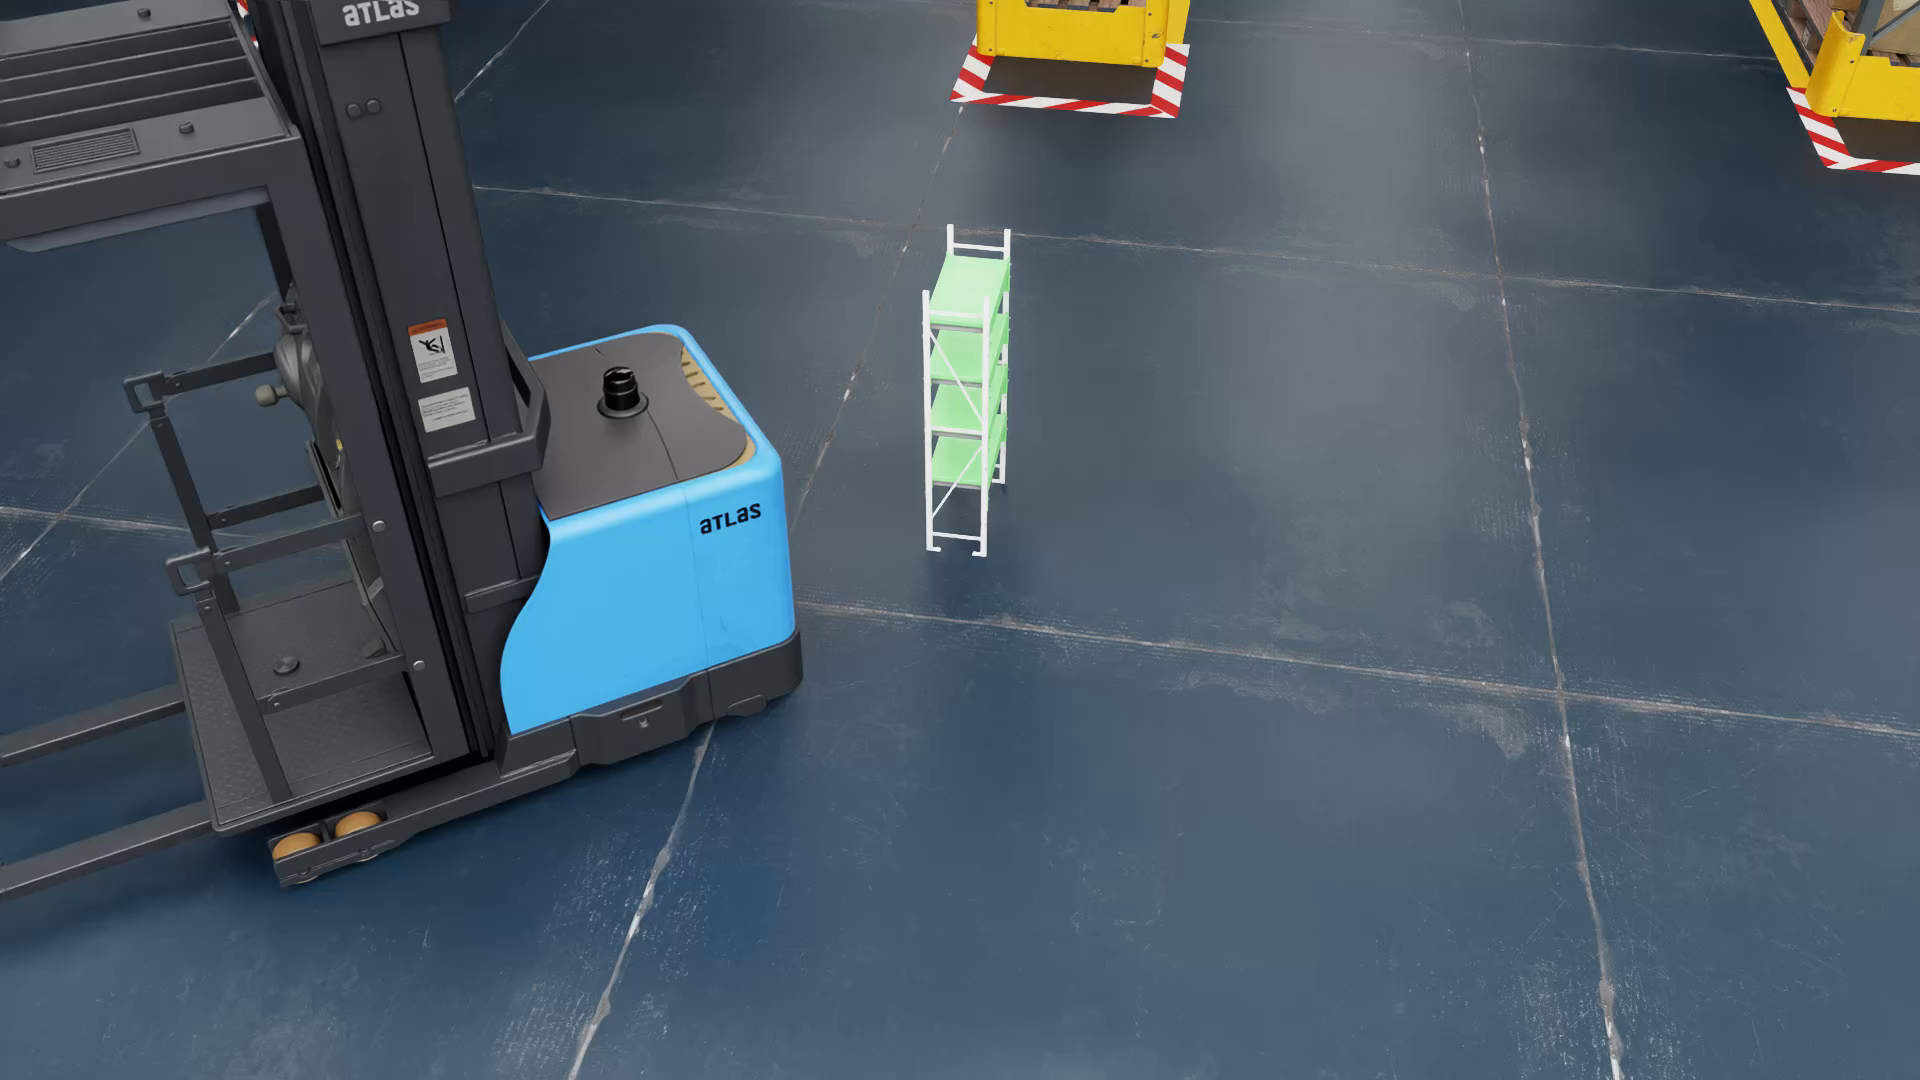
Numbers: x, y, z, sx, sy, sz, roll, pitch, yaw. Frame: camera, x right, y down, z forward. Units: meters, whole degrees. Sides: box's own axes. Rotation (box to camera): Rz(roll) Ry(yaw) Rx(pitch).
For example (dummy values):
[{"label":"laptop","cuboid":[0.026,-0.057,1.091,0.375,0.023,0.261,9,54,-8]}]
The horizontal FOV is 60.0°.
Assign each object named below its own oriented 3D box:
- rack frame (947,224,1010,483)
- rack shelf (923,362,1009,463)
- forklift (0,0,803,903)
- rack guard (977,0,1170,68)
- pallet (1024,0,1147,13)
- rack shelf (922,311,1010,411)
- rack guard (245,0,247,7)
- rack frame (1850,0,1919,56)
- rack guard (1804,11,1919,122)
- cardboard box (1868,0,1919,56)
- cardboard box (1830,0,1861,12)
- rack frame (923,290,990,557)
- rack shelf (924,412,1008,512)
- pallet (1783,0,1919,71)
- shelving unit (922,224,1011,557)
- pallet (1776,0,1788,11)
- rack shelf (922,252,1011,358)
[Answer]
[{"label":"rack frame","cuboid":[0.071,-0.719,6.679,0.240,1.200,0.015,6,40,8]},{"label":"rack shelf","cuboid":[0.029,-0.517,6.534,0.258,0.148,0.480,6,40,8]},{"label":"forklift","cuboid":[-2.117,-0.402,4.936,3.031,2.935,1.130,-18,43,-21]},{"label":"rack guard","cuboid":[0.701,-3.281,10.326,1.175,0.500,0.348,6,40,8]},{"label":"pallet","cuboid":[0.847,-3.679,11.034,1.003,0.211,1.213,6,40,8]},{"label":"rack shelf","cuboid":[0.029,-0.702,6.381,0.258,0.148,0.480,6,40,8]},{"label":"rack guard","cuboid":[-4.148,-3.762,10.907,1.175,0.500,0.348,6,40,8]},{"label":"rack frame","cuboid":[5.613,-3.645,8.805,1.000,3.000,0.127,6,40,8]},{"label":"rack guard","cuboid":[5.626,-2.730,9.659,1.175,0.500,0.348,6,40,8]},{"label":"cardboard box","cuboid":[5.737,-3.234,9.940,0.500,0.500,0.500,14,41,16]},{"label":"cardboard box","cuboid":[5.807,-3.613,10.398,0.500,0.500,0.500,17,42,19]},{"label":"rack frame","cuboid":[-0.014,-0.413,6.308,0.240,1.200,0.015,6,40,8]},{"label":"rack shelf","cuboid":[0.029,-0.332,6.687,0.258,0.148,0.480,6,40,8]},{"label":"pallet","cuboid":[5.801,-3.124,10.363,1.003,0.211,1.213,6,40,8]},{"label":"shelving unit","cuboid":[0.029,-0.566,6.493,0.258,1.200,0.503,6,40,8]},{"label":"pallet","cuboid":[6.015,-3.888,11.287,1.003,0.211,1.213,6,40,8]},{"label":"rack shelf","cuboid":[0.029,-0.887,6.228,0.258,0.148,0.480,6,40,8]}]
